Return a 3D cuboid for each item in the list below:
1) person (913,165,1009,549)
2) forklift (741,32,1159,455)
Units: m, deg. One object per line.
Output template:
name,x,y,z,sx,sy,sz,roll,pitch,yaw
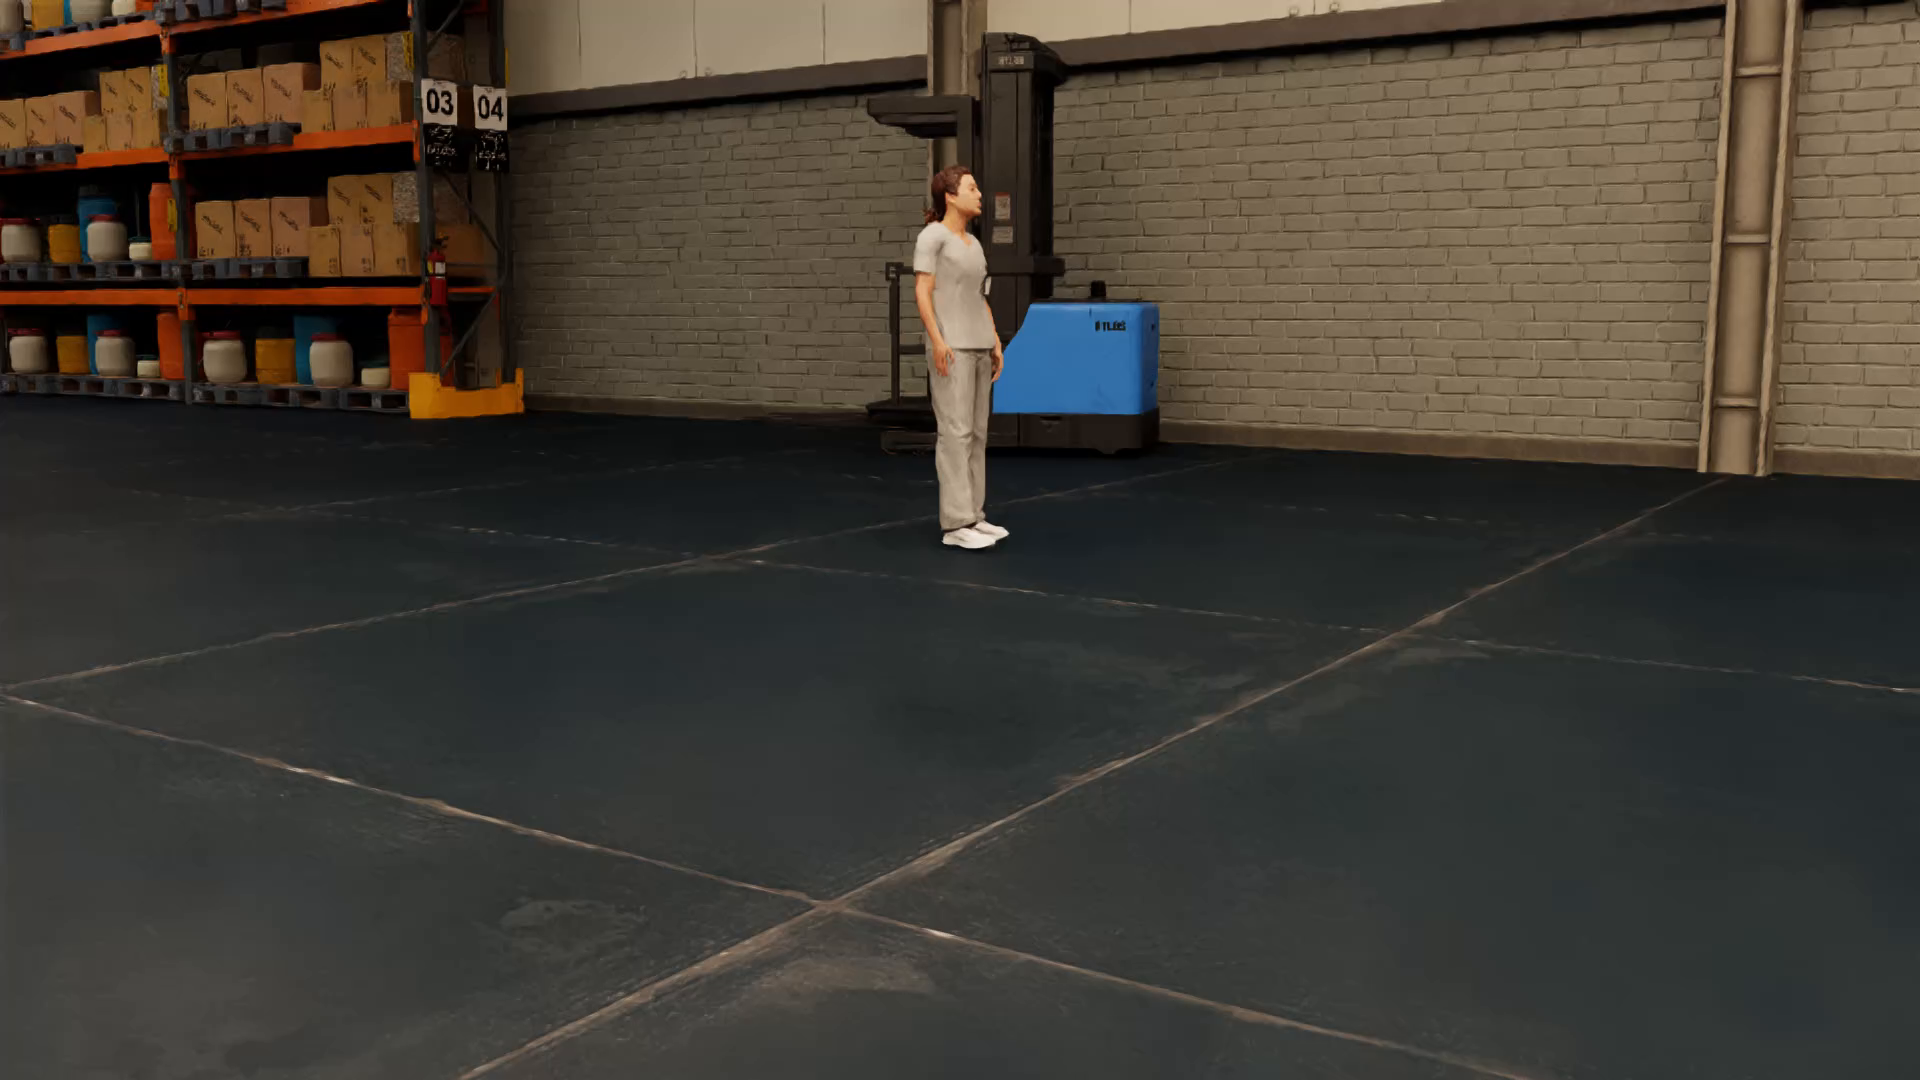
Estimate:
person,0.054,-0.829,7.433,0.548,1.673,0.550,5,10,34
forklift,-0.088,-2.131,12.182,3.031,2.935,1.130,2,8,14
